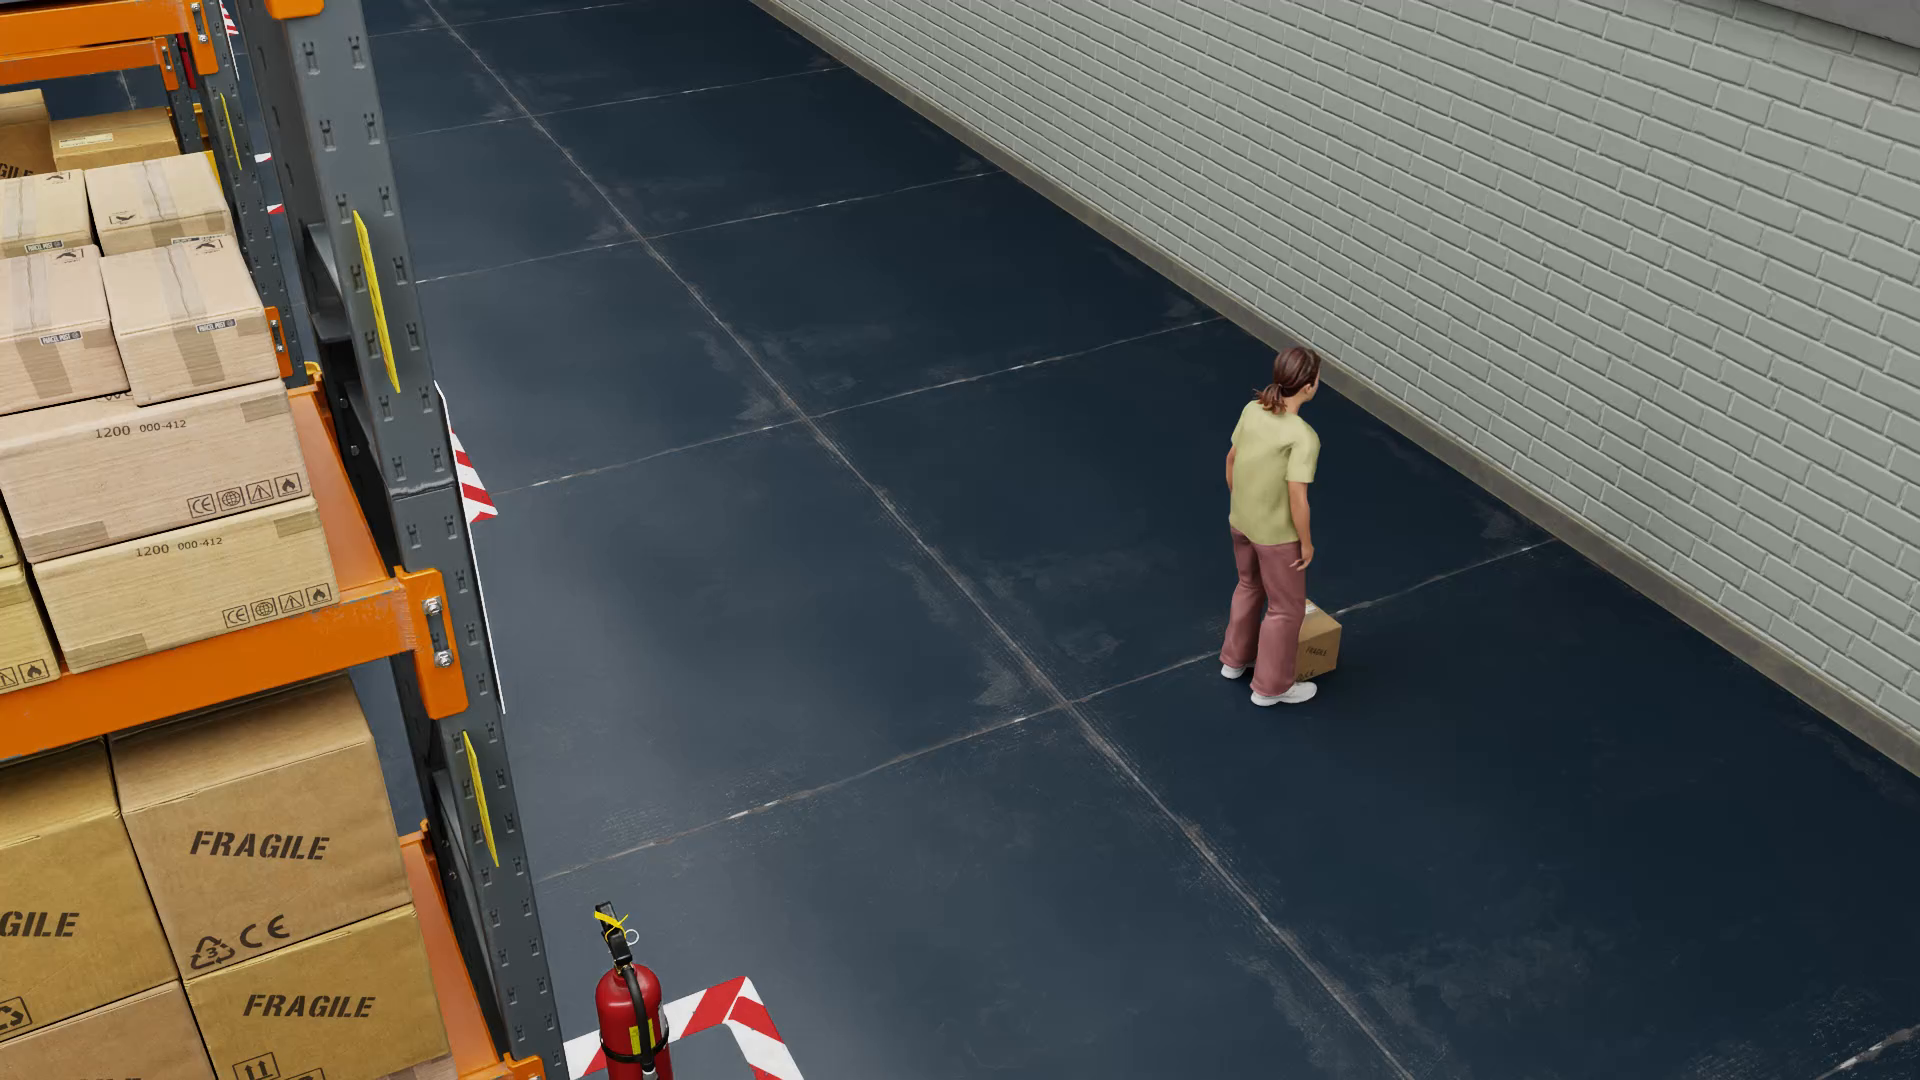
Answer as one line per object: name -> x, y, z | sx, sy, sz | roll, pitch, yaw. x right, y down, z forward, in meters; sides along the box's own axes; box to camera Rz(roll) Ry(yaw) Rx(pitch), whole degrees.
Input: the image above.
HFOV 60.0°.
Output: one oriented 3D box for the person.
person -> 1.366, 0.040, 7.297 | 0.366, 1.436, 0.512 | -18, 37, -26
